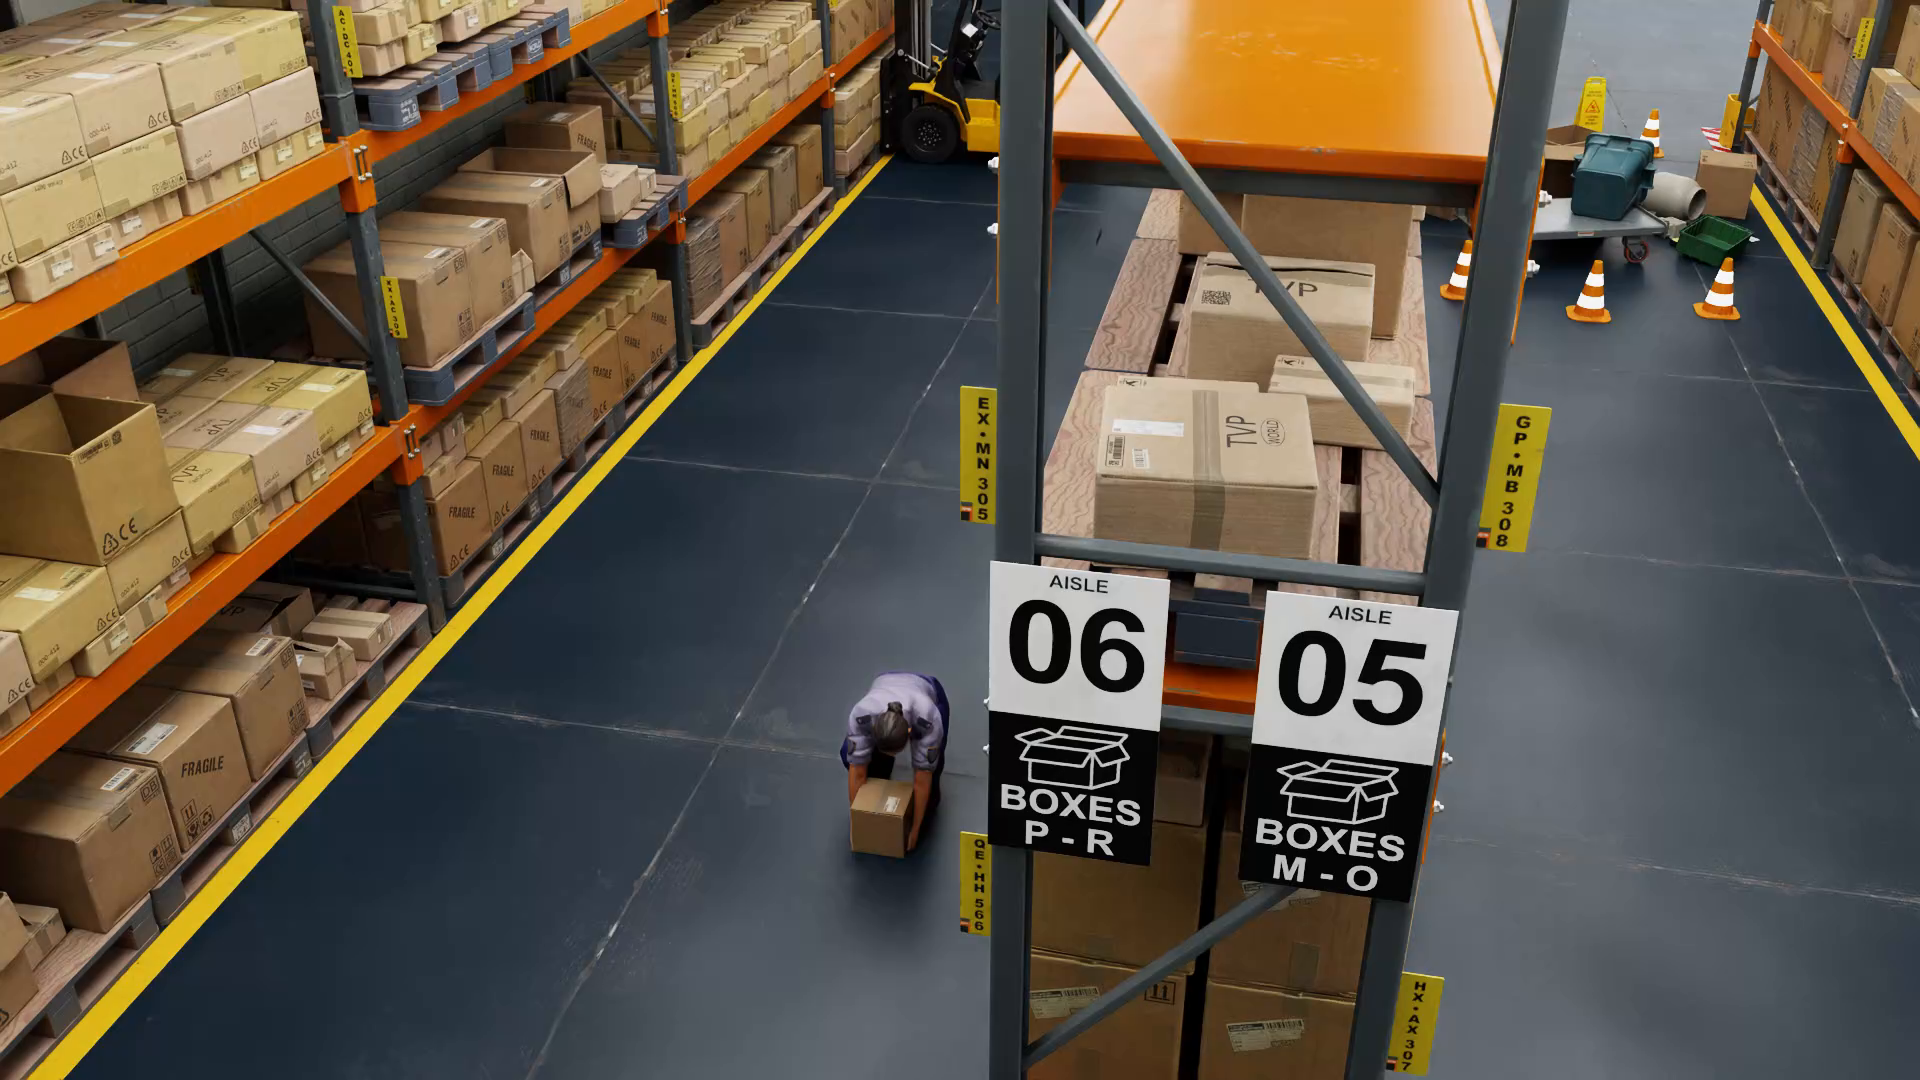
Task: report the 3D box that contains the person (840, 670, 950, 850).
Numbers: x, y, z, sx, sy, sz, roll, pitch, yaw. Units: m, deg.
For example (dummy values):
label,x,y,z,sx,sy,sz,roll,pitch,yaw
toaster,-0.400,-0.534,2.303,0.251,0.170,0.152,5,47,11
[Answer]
label,x,y,z,sx,sy,sz,roll,pitch,yaw
person,-0.298,0.967,7.886,0.504,0.818,0.844,6,29,10
